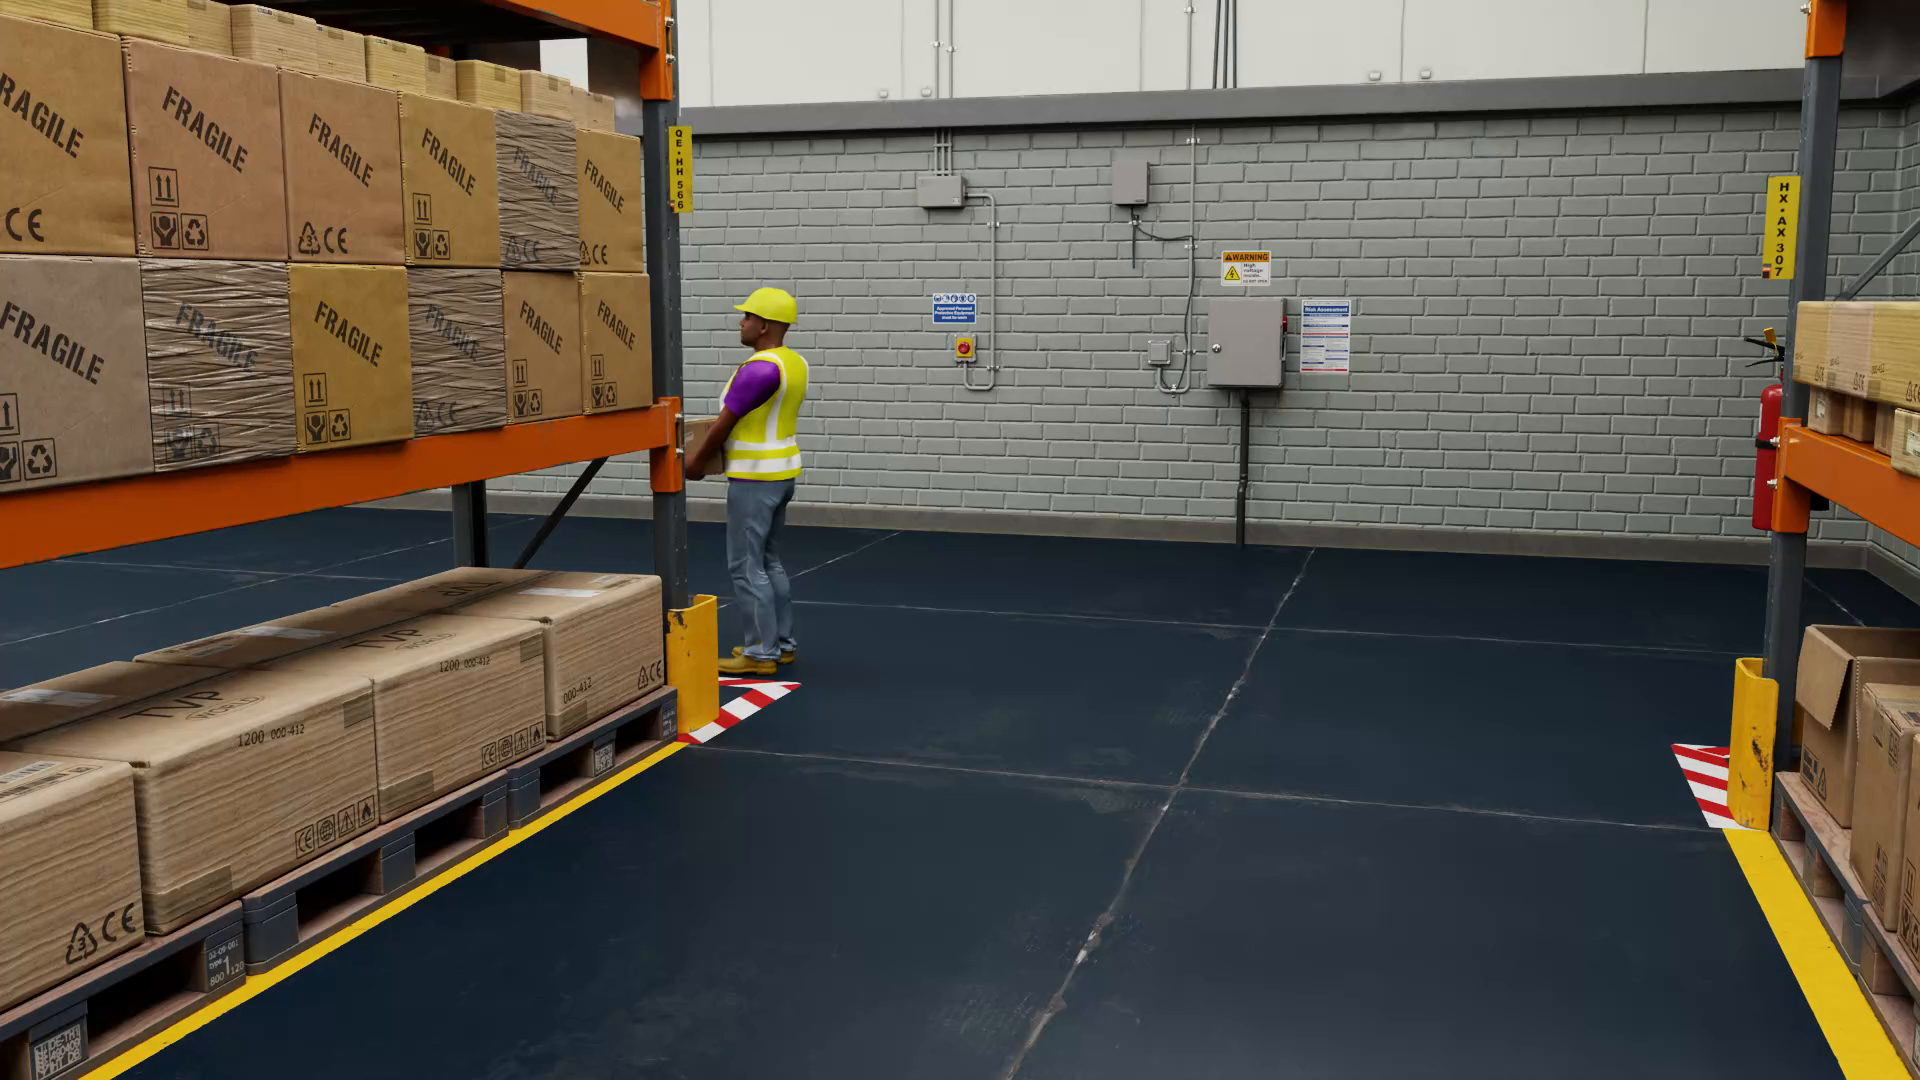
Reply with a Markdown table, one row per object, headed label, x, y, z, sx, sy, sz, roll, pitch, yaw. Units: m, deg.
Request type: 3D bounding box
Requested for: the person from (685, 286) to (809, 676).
| label | x | y | z | sx | sy | sz | roll | pitch | yaw |
| --- | --- | --- | --- | --- | --- | --- | --- | --- | --- |
| person | -1.014 | -0.280 | 7.676 | 0.575 | 1.767 | 0.510 | 2 | 8 | 13 |
